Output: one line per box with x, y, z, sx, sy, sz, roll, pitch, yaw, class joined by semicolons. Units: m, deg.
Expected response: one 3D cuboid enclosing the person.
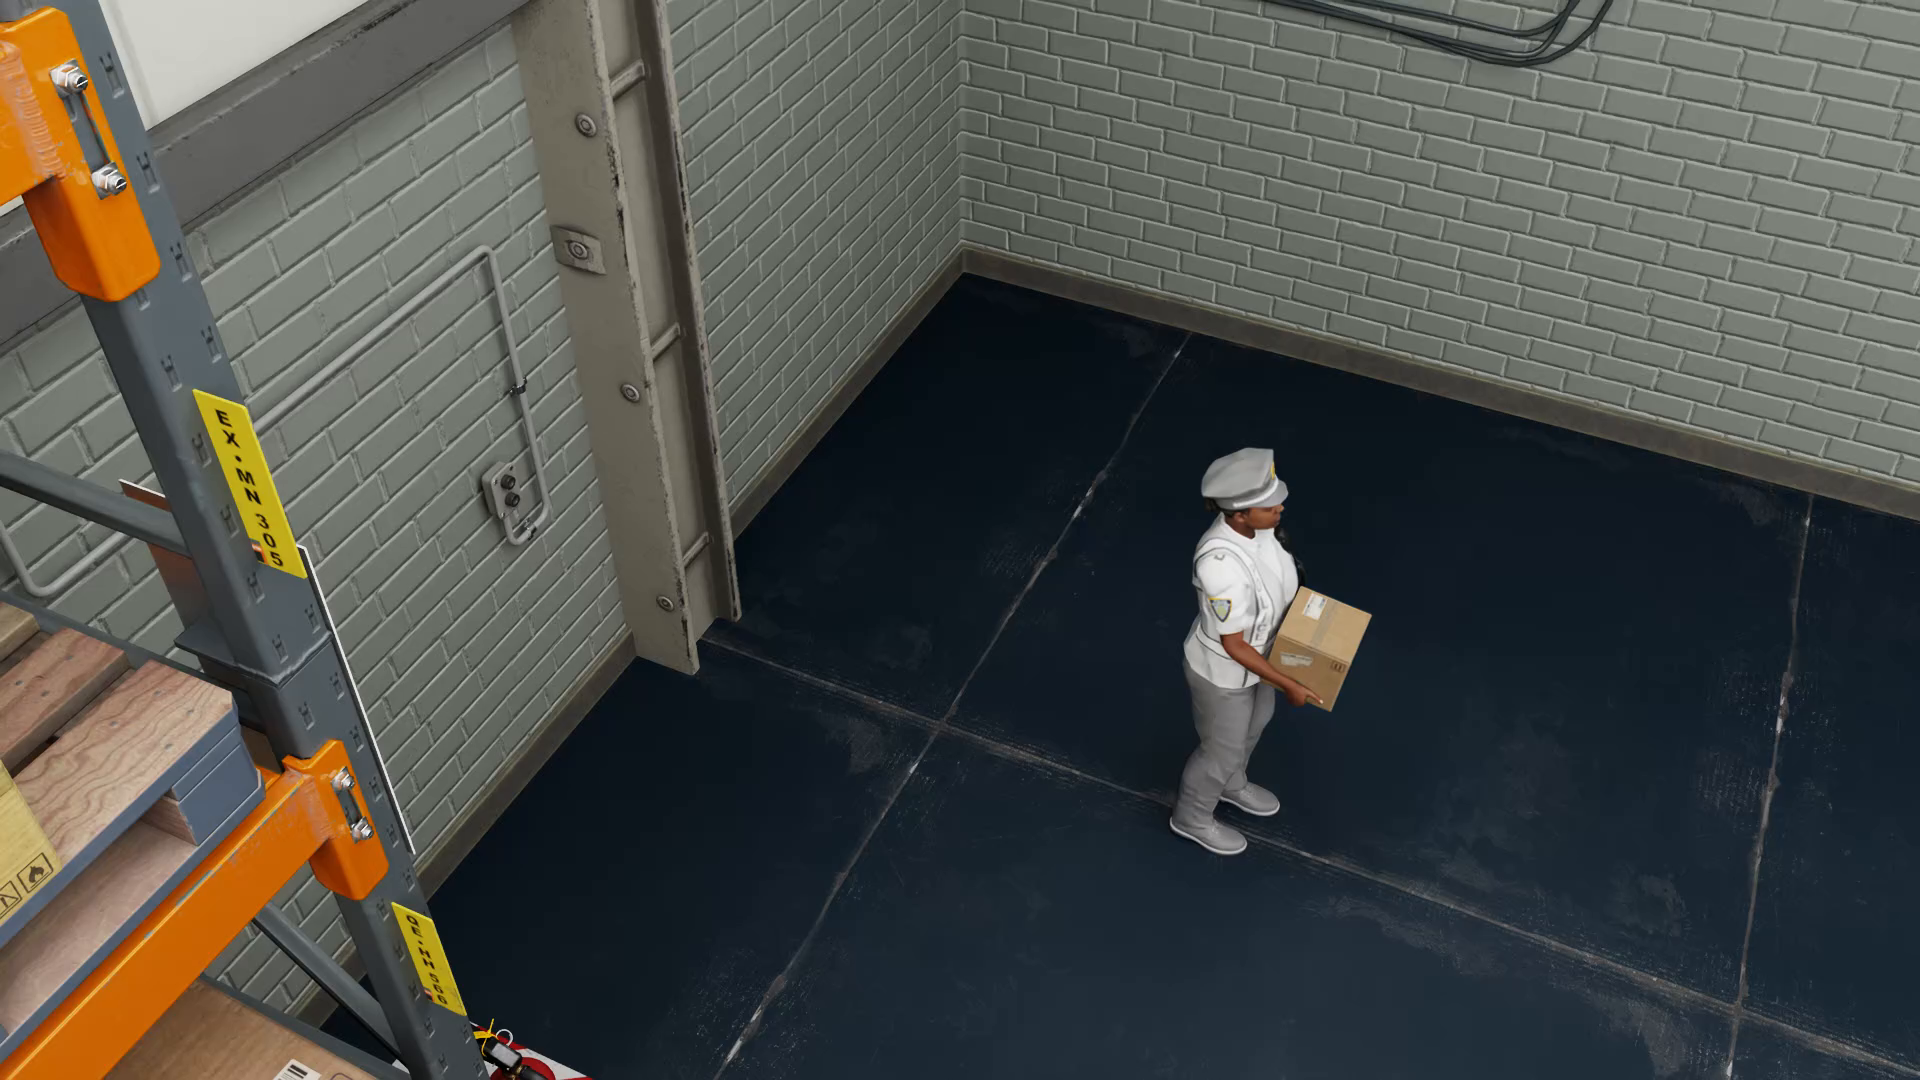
1.010;0.418;5.682;0.537;1.687;0.451;18;45;19;person
